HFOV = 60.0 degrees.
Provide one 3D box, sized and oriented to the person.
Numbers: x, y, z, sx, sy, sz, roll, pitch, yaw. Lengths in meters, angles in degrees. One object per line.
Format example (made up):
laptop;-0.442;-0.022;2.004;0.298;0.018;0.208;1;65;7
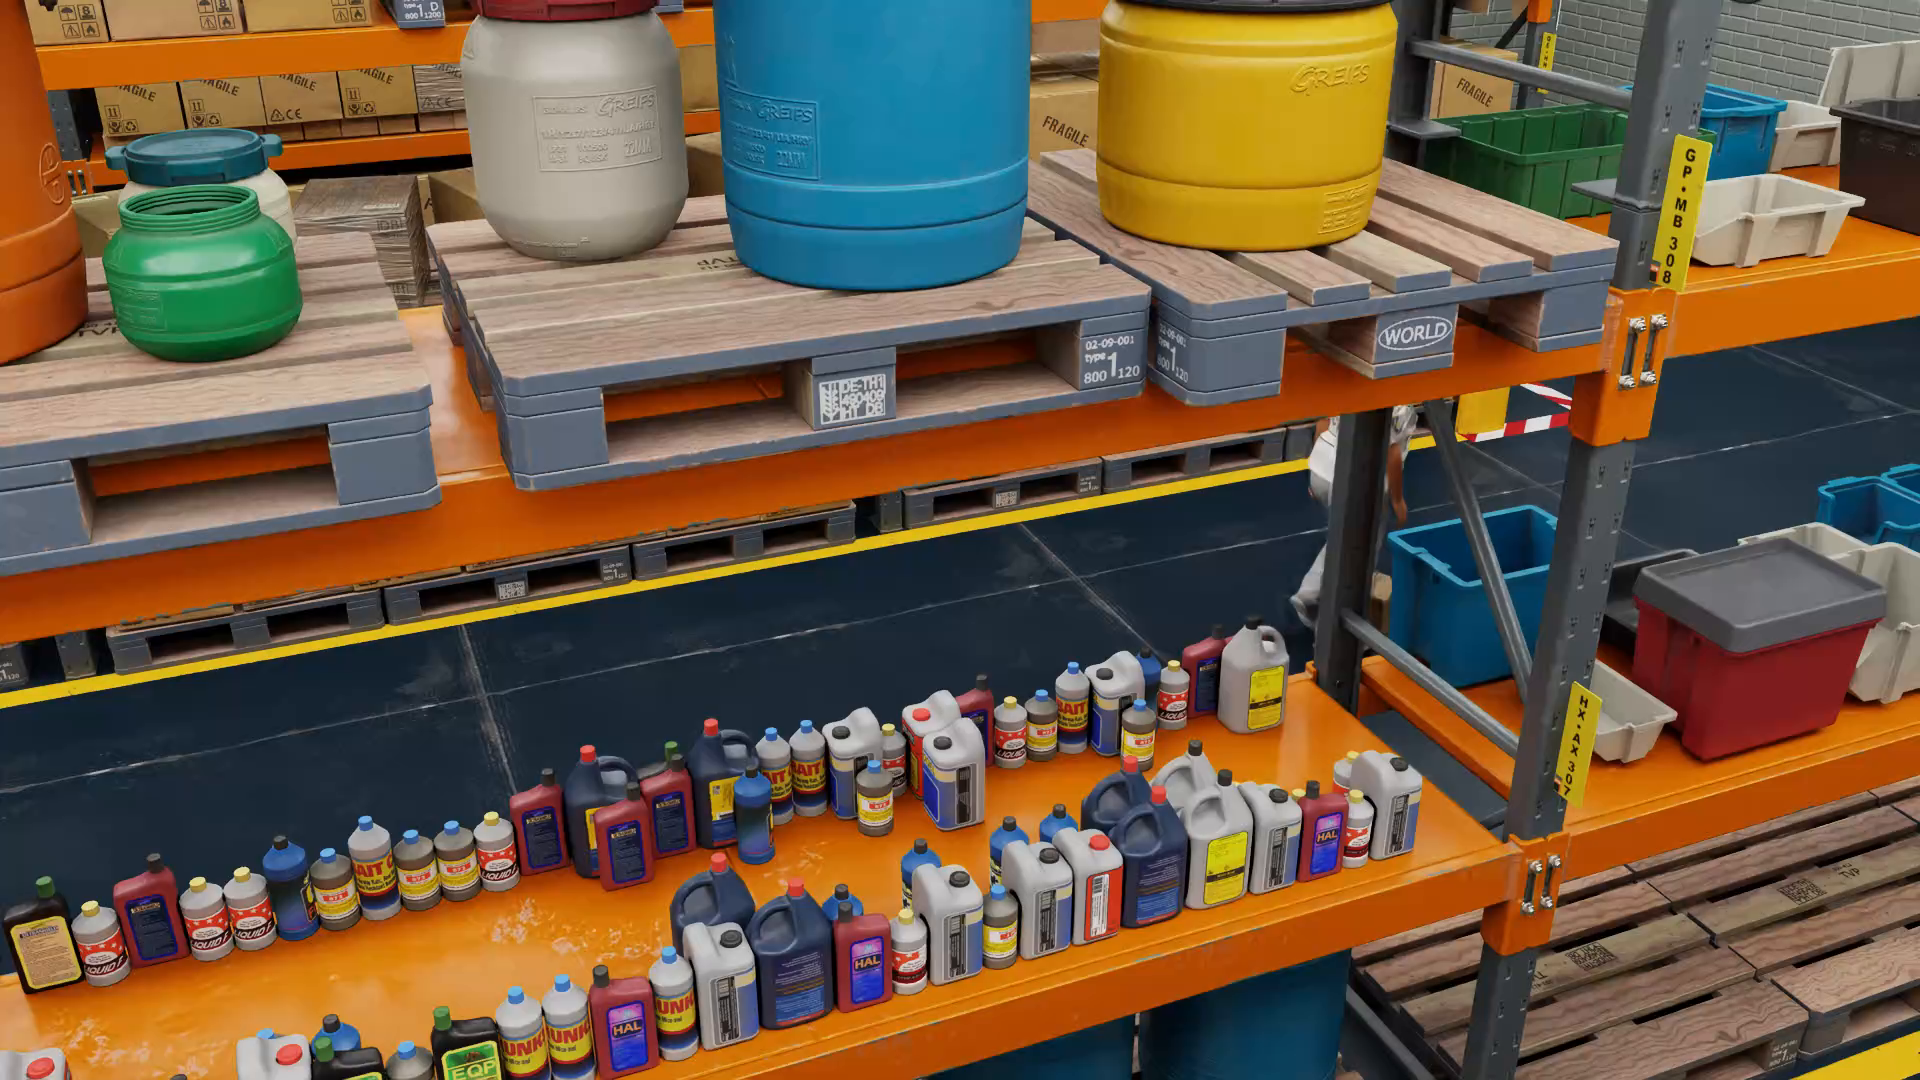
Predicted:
person;1.831;-0.244;7.606;0.449;1.690;0.493;-8;27;-16
